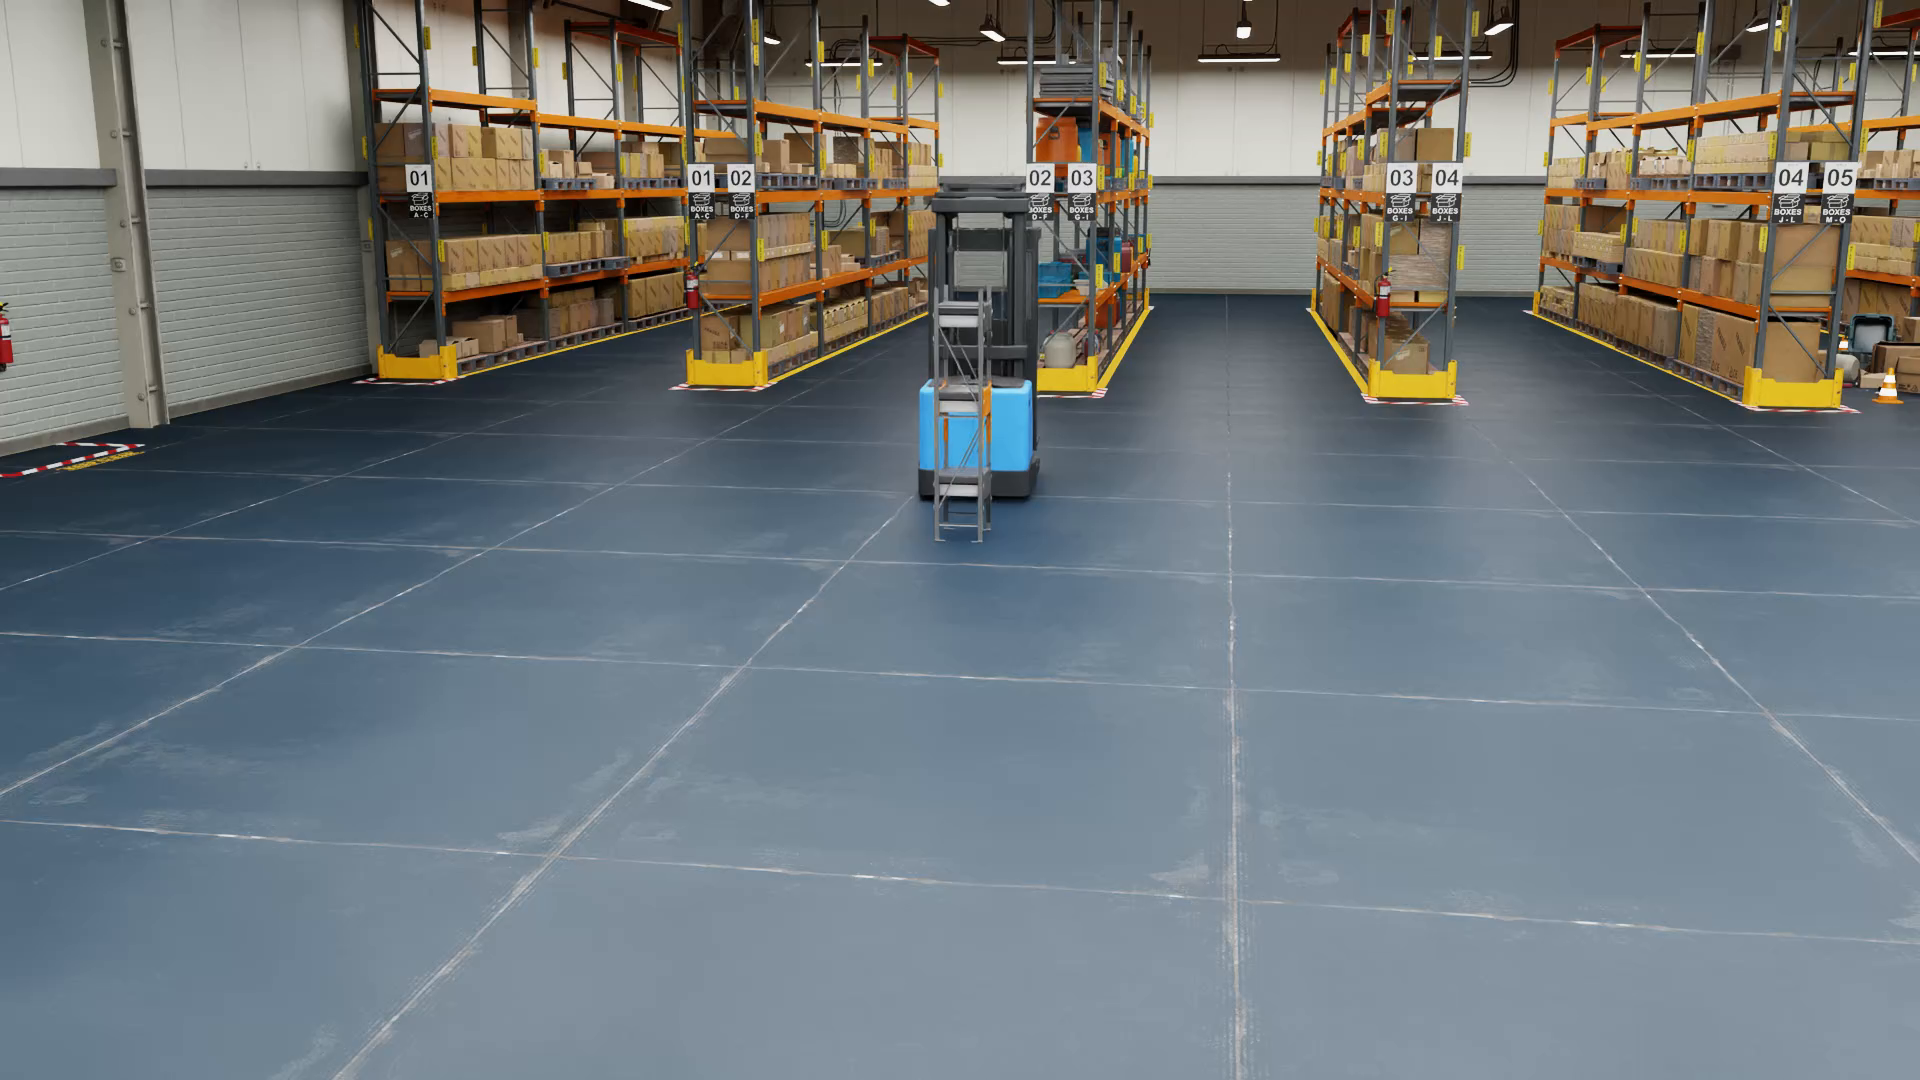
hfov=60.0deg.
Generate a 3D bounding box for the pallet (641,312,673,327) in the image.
[{"bbox_3d":[-6.740,-4.672,35.173,1.003,0.211,1.213,2,12,9],"label":"pallet"}]

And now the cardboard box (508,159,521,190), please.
[{"bbox_3d":[-7.664,-6.095,27.750,0.500,0.500,0.500,1,12,4],"label":"cardboard box"}]

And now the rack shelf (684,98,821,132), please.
[{"bbox_3d":[-3.153,-6.597,25.903,1.077,0.370,4.000,2,12,9],"label":"rack shelf"}]

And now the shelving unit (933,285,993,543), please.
[{"bbox_3d":[0.025,-1.061,13.932,0.431,2.100,0.503,2,12,9],"label":"shelving unit"}]

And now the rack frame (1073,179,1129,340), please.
[{"bbox_3d":[2.664,-5.300,31.464,1.000,3.000,0.127,2,12,9],"label":"rack frame"}]

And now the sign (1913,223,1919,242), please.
[{"bbox_3d":[16.801,-5.401,29.188,0.100,0.325,0.005,2,12,9],"label":"sign"}]

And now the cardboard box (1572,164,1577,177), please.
[{"bbox_3d":[12.970,-7.640,34.372,0.500,0.250,0.500,1,12,6],"label":"cardboard box"}]

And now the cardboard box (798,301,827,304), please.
[{"bbox_3d":[-2.754,-4.281,30.936,0.500,0.311,0.500,2,12,7],"label":"cardboard box"}]

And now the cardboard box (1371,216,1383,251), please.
[{"bbox_3d":[6.318,-4.488,24.380,0.500,0.500,0.500,2,12,9],"label":"cardboard box"}]

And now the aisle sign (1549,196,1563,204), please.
[{"bbox_3d":[13.388,-7.918,37.446,0.394,0.787,0.004,2,12,9],"label":"aisle sign"}]

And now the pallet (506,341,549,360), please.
[{"bbox_3d":[-7.809,-3.284,28.730,1.003,0.211,1.213,2,12,9],"label":"pallet"}]

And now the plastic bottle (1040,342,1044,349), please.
[{"bbox_3d":[1.283,-2.943,25.932,0.061,0.283,0.133,2,12,10],"label":"plastic bottle"}]

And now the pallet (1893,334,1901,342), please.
[{"bbox_3d":[17.546,-3.617,30.274,1.003,0.211,1.213,2,12,9],"label":"pallet"}]

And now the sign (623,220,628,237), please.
[{"bbox_3d":[-6.588,-6.132,32.768,0.100,0.325,0.005,2,12,9],"label":"sign"}]

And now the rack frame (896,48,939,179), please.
[{"bbox_3d":[-1.000,-10.059,39.308,1.000,3.000,0.127,2,12,9],"label":"rack frame"}]

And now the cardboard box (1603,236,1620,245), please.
[{"bbox_3d":[12.147,-5.554,30.834,0.380,0.149,0.250,2,12,10],"label":"cardboard box"}]

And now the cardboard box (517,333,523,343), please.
[{"bbox_3d":[-7.793,-3.506,28.821,0.380,0.166,0.250,0,12,1],"label":"cardboard box"}]

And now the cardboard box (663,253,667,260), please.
[{"bbox_3d":[-6.468,-6.049,35.492,0.380,0.149,0.250,2,12,9],"label":"cardboard box"}]

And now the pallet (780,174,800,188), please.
[{"bbox_3d":[-3.141,-5.620,26.040,1.003,0.211,1.213,2,12,9],"label":"pallet"}]

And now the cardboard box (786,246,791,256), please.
[{"bbox_3d":[-2.910,-4.611,26.492,0.380,0.149,0.250,2,12,11],"label":"cardboard box"}]

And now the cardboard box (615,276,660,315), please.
[{"bbox_3d":[-6.742,-5.106,34.672,0.750,0.750,0.750,2,12,8],"label":"cardboard box"}]

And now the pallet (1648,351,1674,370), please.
[{"bbox_3d":[11.872,-2.925,27.063,1.003,0.211,1.213,2,12,9],"label":"pallet"}]

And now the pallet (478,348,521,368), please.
[{"bbox_3d":[-7.994,-3.029,27.548,1.003,0.211,1.213,2,12,9],"label":"pallet"}]

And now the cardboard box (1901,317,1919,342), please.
[{"bbox_3d":[14.971,-3.185,25.788,0.500,0.500,0.500,2,12,9],"label":"cardboard box"}]

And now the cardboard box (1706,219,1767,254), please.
[{"bbox_3d":[11.768,-4.532,24.983,0.875,0.550,0.550,2,12,9],"label":"cardboard box"}]

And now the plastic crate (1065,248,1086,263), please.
[{"bbox_3d":[2.113,-5.004,29.943,0.402,0.464,0.583,2,12,9],"label":"plastic crate"}]

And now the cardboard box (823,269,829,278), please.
[{"bbox_3d":[-2.507,-4.683,29.201,0.380,0.149,0.250,2,12,9],"label":"cardboard box"}]

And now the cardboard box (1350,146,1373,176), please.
[{"bbox_3d":[7.079,-6.599,28.949,0.500,0.500,0.500,2,12,7],"label":"cardboard box"}]

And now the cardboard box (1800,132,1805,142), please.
[{"bbox_3d":[11.697,-5.497,22.728,0.380,0.149,0.250,2,12,9],"label":"cardboard box"}]

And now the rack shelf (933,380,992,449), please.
[{"bbox_3d":[0.025,-1.048,13.935,0.431,0.518,0.480,2,12,9],"label":"rack shelf"}]

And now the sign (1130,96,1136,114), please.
[{"bbox_3d":[3.208,-8.058,30.790,0.100,0.325,0.005,2,12,9],"label":"sign"}]

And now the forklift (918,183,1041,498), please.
[{"bbox_3d":[0.249,-2.094,16.751,1.130,2.935,3.031,1,12,5],"label":"forklift"}]

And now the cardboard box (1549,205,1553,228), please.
[{"bbox_3d":[13.271,-7.116,36.574,0.500,0.500,0.500,2,12,10],"label":"cardboard box"}]

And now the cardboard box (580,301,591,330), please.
[{"bbox_3d":[-7.427,-4.254,31.503,0.700,0.500,0.500,2,12,8],"label":"cardboard box"}]

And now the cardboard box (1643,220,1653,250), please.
[{"bbox_3d":[12.288,-5.297,28.840,0.700,0.500,0.500,2,12,8],"label":"cardboard box"}]

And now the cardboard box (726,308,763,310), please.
[{"bbox_3d":[-3.455,-3.457,26.665,0.500,0.500,0.500,2,12,9],"label":"cardboard box"}]

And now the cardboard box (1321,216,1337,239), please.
[{"bbox_3d":[8.297,-6.940,36.945,0.500,0.500,0.500,2,12,7],"label":"cardboard box"}]

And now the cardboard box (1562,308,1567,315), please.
[{"bbox_3d":[12.881,-4.803,34.930,0.380,0.149,0.250,1,12,7],"label":"cardboard box"}]

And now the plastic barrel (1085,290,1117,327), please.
[{"bbox_3d":[2.722,-4.546,32.124,0.600,0.830,0.708,2,12,9],"label":"plastic barrel"}]

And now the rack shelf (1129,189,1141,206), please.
[{"bbox_3d":[2.971,-6.831,33.156,1.077,0.370,4.000,2,12,9],"label":"rack shelf"}]

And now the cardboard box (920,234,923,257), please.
[{"bbox_3d":[-1.113,-6.650,37.495,0.500,0.500,0.500,2,12,8],"label":"cardboard box"}]

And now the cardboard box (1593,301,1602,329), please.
[{"bbox_3d":[12.435,-4.305,31.785,0.500,0.500,0.500,1,12,6],"label":"cardboard box"}]

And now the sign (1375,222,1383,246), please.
[{"bbox_3d":[5.782,-4.216,22.940,0.100,0.325,0.005,2,12,9],"label":"sign"}]

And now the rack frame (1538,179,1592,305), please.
[{"bbox_3d":[13.673,-6.623,37.604,1.000,3.000,0.127,2,12,9],"label":"rack frame"}]

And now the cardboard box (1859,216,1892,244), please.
[{"bbox_3d":[17.483,-5.895,31.616,0.500,0.500,0.500,2,12,7],"label":"cardboard box"}]

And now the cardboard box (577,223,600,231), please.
[{"bbox_3d":[-7.184,-6.061,32.178,0.380,0.149,0.250,0,12,-1],"label":"cardboard box"}]

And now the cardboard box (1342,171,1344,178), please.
[{"bbox_3d":[7.915,-7.374,33.186,0.500,0.311,0.500,1,12,7],"label":"cardboard box"}]

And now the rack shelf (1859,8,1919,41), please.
[{"bbox_3d":[17.657,-9.440,30.255,1.077,0.370,4.000,2,12,9],"label":"rack shelf"}]

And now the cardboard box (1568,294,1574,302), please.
[{"bbox_3d":[12.856,-5.029,34.569,0.380,0.149,0.250,2,12,9],"label":"cardboard box"}]

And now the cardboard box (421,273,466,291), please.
[{"bbox_3d":[-7.967,-3.983,25.664,0.500,0.250,0.500,2,12,7],"label":"cardboard box"}]

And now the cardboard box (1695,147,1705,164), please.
[{"bbox_3d":[11.476,-5.825,25.196,0.500,0.250,0.500,2,12,9],"label":"cardboard box"}]

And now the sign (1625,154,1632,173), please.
[{"bbox_3d":[11.907,-6.694,29.589,0.100,0.325,0.005,2,12,9],"label":"sign"}]

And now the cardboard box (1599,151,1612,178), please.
[{"bbox_3d":[12.691,-7.195,31.897,0.797,0.503,0.637,2,12,8],"label":"cardboard box"}]
